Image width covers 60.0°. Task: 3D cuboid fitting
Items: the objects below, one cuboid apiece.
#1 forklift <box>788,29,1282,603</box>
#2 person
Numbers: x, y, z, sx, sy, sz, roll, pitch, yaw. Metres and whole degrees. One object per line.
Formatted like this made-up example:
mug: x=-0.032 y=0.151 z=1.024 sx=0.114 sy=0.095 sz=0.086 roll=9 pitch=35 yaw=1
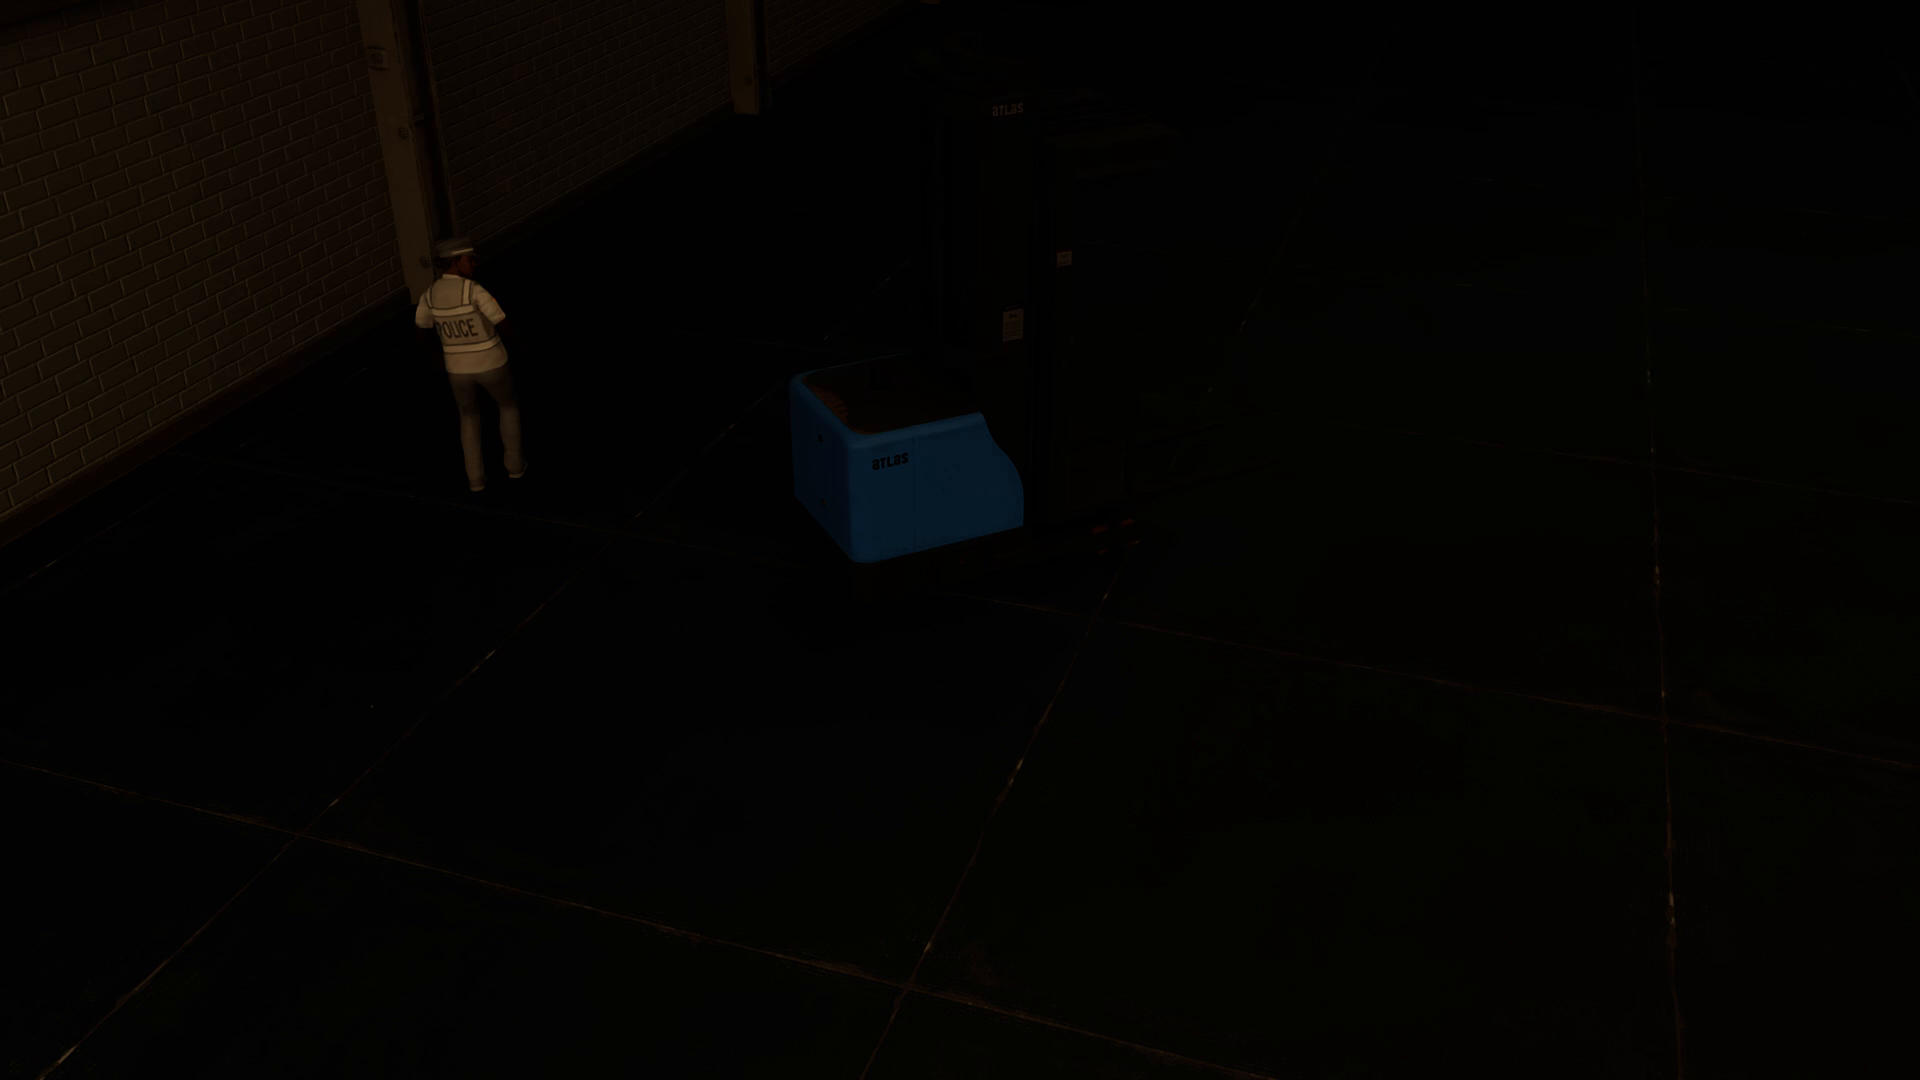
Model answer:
forklift: x=0.544 y=-1.411 z=9.612 sx=3.031 sy=2.935 sz=1.130 roll=-14 pitch=33 yaw=-23
person: x=-3.043 y=-1.104 z=10.399 sx=0.655 sy=1.637 sz=0.487 roll=1 pitch=30 yaw=2
